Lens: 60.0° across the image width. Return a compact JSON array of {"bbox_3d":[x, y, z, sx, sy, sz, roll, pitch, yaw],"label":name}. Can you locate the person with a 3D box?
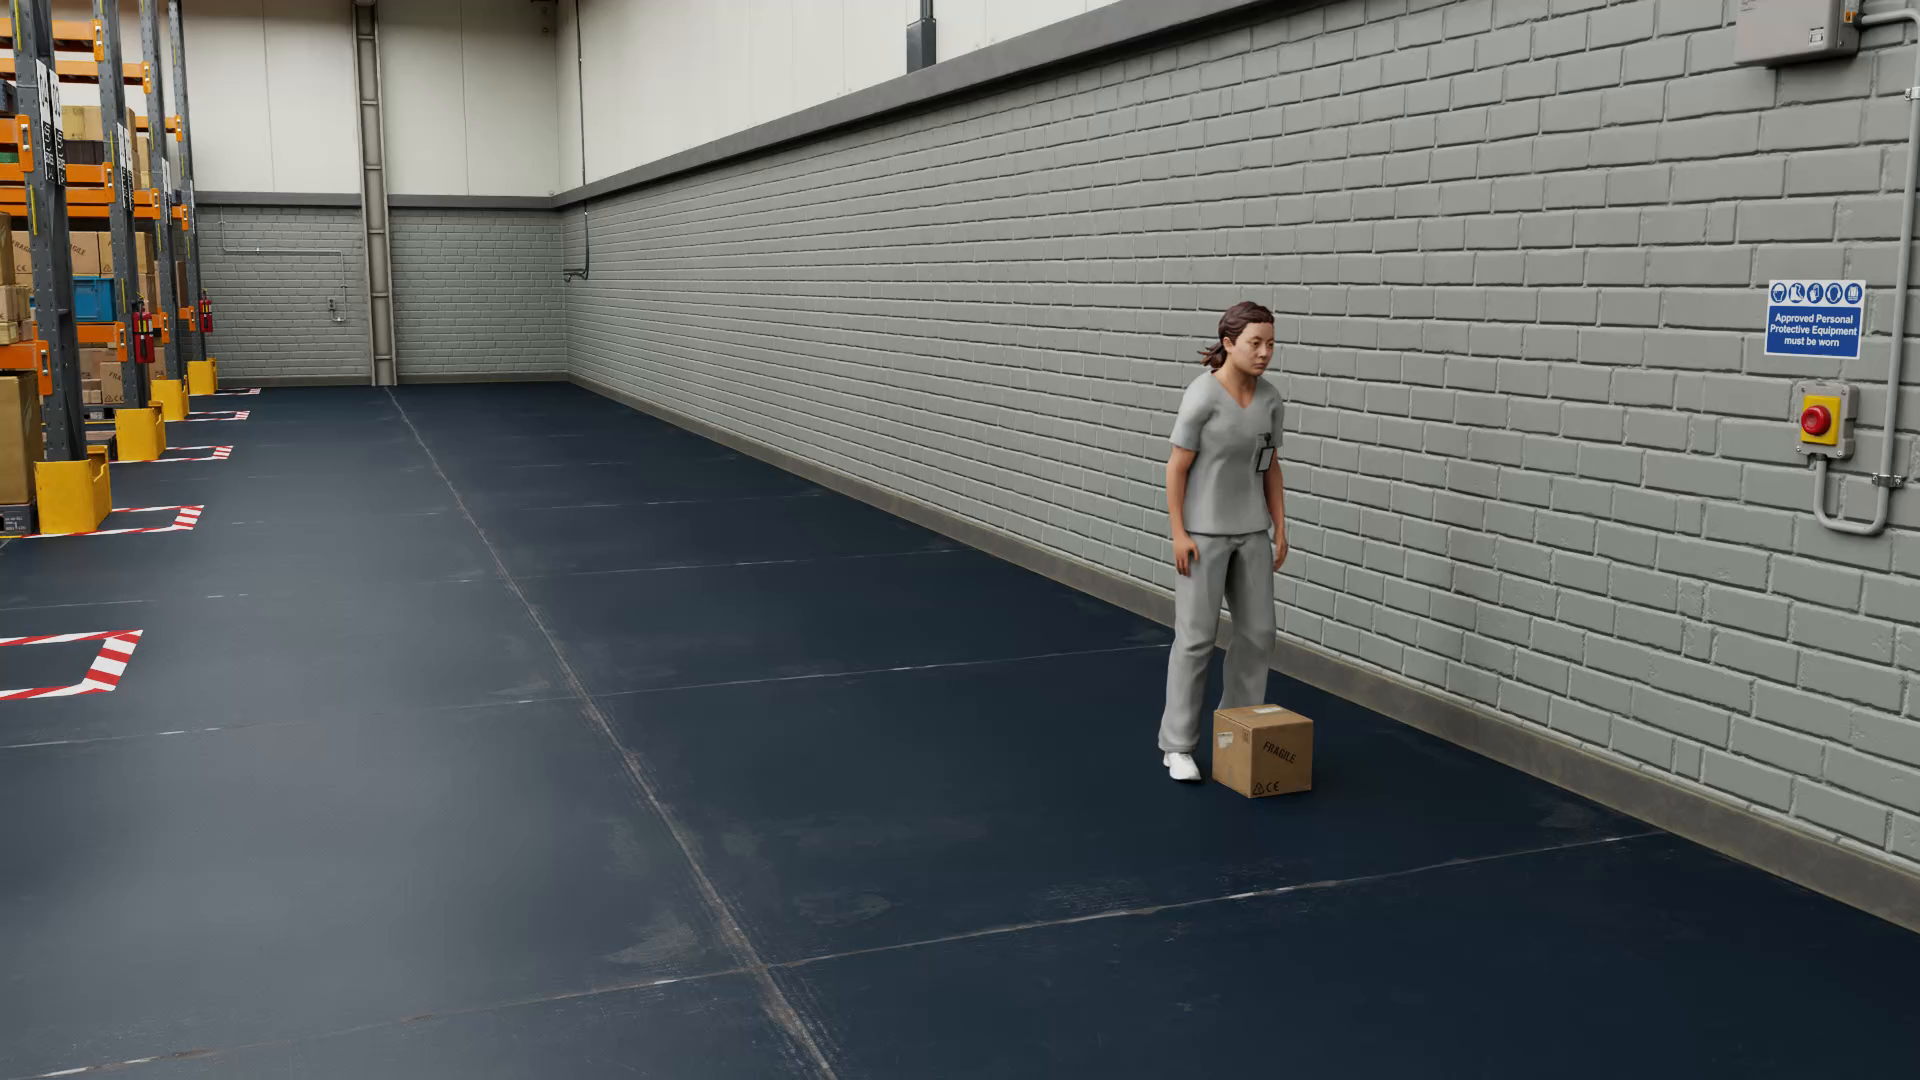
[{"bbox_3d":[0.945,-0.005,5.905,0.511,1.671,0.362,-4,10,-24],"label":"person"}]
